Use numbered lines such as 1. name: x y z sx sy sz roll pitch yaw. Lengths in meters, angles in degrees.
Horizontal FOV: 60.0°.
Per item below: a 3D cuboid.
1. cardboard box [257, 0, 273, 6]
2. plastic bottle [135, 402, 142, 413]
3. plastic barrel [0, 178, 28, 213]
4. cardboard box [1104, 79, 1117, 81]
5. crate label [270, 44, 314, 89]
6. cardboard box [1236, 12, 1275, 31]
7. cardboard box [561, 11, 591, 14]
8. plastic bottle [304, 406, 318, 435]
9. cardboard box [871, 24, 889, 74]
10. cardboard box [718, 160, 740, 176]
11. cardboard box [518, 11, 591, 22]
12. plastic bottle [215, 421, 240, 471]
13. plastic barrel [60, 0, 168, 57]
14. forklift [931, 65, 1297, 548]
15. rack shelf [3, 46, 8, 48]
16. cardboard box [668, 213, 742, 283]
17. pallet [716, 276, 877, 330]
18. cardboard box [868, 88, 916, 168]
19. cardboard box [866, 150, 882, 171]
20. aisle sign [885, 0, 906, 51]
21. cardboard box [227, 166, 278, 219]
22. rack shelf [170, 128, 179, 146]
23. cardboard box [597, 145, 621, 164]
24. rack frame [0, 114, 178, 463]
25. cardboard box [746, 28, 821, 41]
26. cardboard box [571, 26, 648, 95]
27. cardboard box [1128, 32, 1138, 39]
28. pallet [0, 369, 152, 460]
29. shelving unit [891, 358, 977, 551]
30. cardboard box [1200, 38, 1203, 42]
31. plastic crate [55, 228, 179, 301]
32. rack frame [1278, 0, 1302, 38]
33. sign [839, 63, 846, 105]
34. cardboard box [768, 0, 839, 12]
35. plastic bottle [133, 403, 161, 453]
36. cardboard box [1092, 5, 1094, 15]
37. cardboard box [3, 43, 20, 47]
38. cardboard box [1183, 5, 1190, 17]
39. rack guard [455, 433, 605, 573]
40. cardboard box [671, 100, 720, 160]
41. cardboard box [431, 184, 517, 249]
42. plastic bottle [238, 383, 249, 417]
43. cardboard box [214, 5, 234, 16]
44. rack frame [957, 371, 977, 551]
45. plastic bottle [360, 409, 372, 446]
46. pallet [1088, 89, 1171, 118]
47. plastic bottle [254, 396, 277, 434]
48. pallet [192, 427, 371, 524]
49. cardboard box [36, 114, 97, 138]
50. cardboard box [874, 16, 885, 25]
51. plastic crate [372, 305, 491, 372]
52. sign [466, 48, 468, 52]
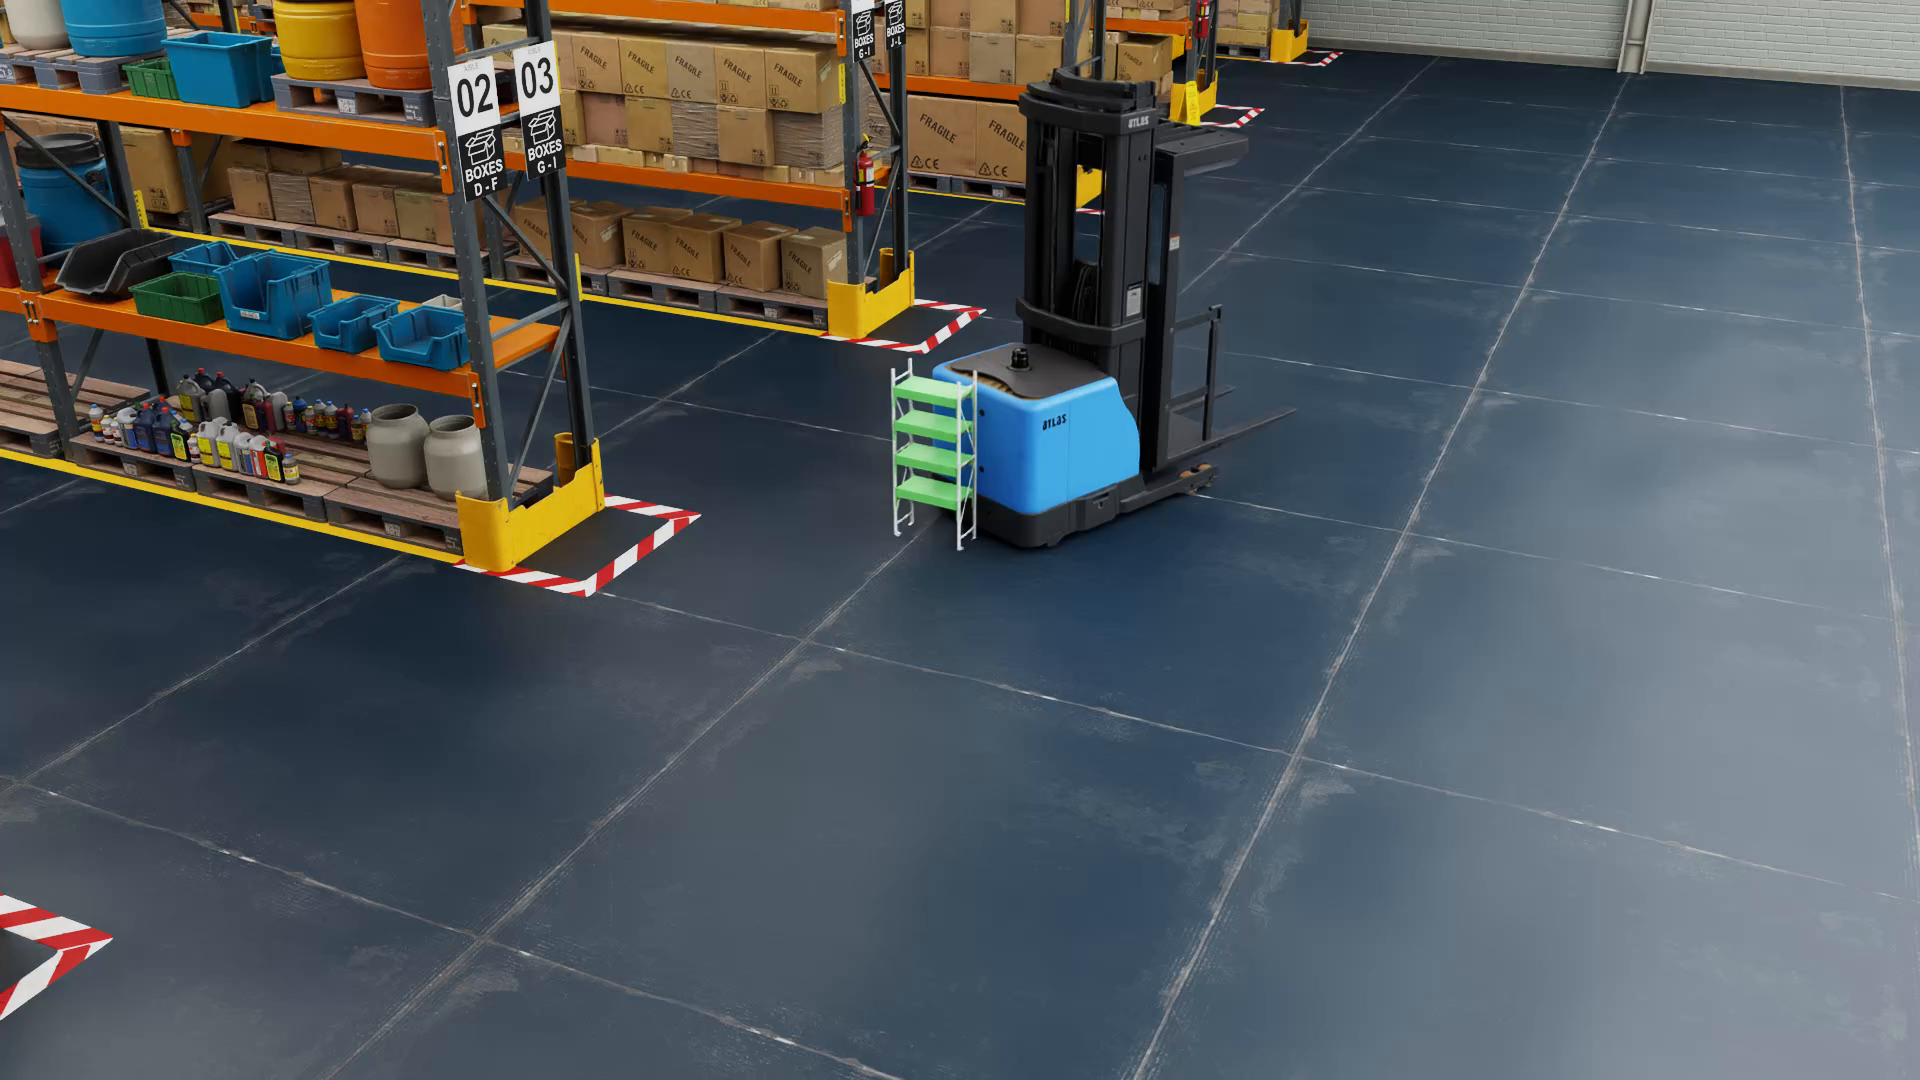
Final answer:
1. cardboard box: -9.352 -7.376 22.645 0.250 0.149 0.380 10 28 19
2. plastic bottle: -5.975 -0.866 12.191 0.133 0.283 0.061 11 28 22
3. plastic barrel: -7.213 -2.451 12.679 0.433 0.535 0.433 0 26 0
4. cardboard box: 2.045 -6.464 23.622 0.500 0.250 0.500 11 28 22
5. crate label: -4.359 -3.150 11.025 0.408 0.251 0.502 11 28 22
6. cardboard box: 4.840 -8.511 27.213 0.500 0.250 0.500 11 28 21
7. cardboard box: -4.659 -6.496 20.935 0.500 0.500 0.500 11 28 22
8. plastic bottle: -4.806 -0.894 12.339 0.097 0.201 0.097 0 26 0
9. cardboard box: -0.944 -5.862 19.590 0.550 0.550 0.875 11 28 22
10. cardboard box: -1.994 -3.429 15.103 0.250 0.149 0.380 11 28 22
11. cardboard box: -3.859 -4.774 15.969 0.500 0.500 0.500 11 28 22
12. plastic bottle: -5.142 -0.676 11.727 0.185 0.351 0.144 13 29 24
13. plastic barrel: -5.571 -3.661 10.852 0.708 0.901 0.600 11 28 22
14. forklift: 1.238 -1.795 11.578 3.031 2.935 1.130 -21 33 -36
15. rack shelf: -8.253 -3.516 12.414 4.000 0.370 1.077 11 28 22
16. cardboard box: -2.423 -2.793 15.881 0.500 0.500 0.500 14 30 27
17. pallet: -1.535 -2.313 15.709 1.213 0.211 1.003 11 28 22
18. cardboard box: -0.872 -5.023 19.987 0.875 0.875 0.875 12 28 22
19. cardboard box: -0.902 -3.423 15.090 0.250 0.149 0.380 11 28 22
20. aisle sign: -0.561 -4.663 14.382 0.004 0.787 0.394 11 28 22
21. cardboard box: -7.406 -3.812 17.928 0.500 0.500 0.700 10 28 19
22. rack shelf: -9.844 -4.893 18.607 4.000 0.370 1.077 11 28 22
23. cardboard box: -3.163 -3.627 15.506 0.250 0.149 0.380 11 28 22
24. rack frame: -6.433 -2.127 12.175 0.127 3.000 1.000 11 28 22
25. cardboard box: -1.581 -4.319 15.044 0.500 0.500 0.500 11 28 22
26. cardboard box: -3.167 -4.379 15.166 0.500 0.500 0.500 11 28 22
27. cardboard box: 2.241 -7.020 23.901 0.500 0.500 0.500 10 28 20
28. pallet: -7.164 -1.004 13.051 1.213 0.211 1.003 11 28 22
29. shelving unit: -0.169 -0.562 11.033 0.503 1.200 0.258 14 29 26
30. cardboard box: 3.953 -8.472 27.700 0.500 0.250 0.500 12 29 22
31. plastic crate: -6.009 -1.953 11.890 0.504 0.338 0.767 11 28 22
32. rack frame: 5.412 -9.369 26.883 0.127 3.000 1.000 11 28 22
33. sign: -0.989 -3.829 13.963 0.005 0.325 0.100 11 28 22
34. cardboard box: -1.285 -4.652 14.077 0.500 0.250 0.500 12 29 23
35. plastic bottle: -5.870 -0.822 12.024 0.185 0.351 0.144 12 29 23
36. cardboard box: 2.009 -7.437 23.244 0.250 0.149 0.380 12 29 23
37. cardboard box: -10.436 -5.259 18.422 0.500 0.500 0.500 11 28 21
38. cardboard box: 3.137 -7.405 23.178 0.250 0.149 0.380 11 28 22
39. rack guard: -2.880 -0.269 11.231 0.348 0.500 1.175 11 28 22
40. cardboard box: -2.173 -3.829 15.182 0.500 0.500 0.875 11 28 22
41. cardboard box: -4.933 -3.316 16.920 0.500 0.500 0.700 9 28 18
42. plastic bottle: -5.387 -1.056 12.576 0.133 0.283 0.061 13 29 25
43. cardboard box: -10.156 -7.406 23.181 0.250 0.149 0.380 11 28 20
44. rack frame: 0.045 -0.510 10.928 0.015 1.200 0.240 14 29 26
45. plastic bottle: -4.313 -0.826 12.123 0.097 0.271 0.097 0 26 0
46. pallet: 2.567 -6.298 23.802 1.213 0.211 1.003 11 28 22
47. plastic bottle: -5.156 -0.936 12.332 0.133 0.283 0.061 11 28 22
48. pallet: -4.724 -0.514 12.055 1.213 0.211 1.003 11 28 22
49. cardboard box: -9.452 -4.386 18.692 0.875 0.875 1.225 11 28 22
50. cardboard box: -0.932 -6.357 19.374 0.550 0.550 0.875 11 28 22
51. plastic crate: -3.371 -1.300 10.664 0.616 0.251 0.499 11 28 22
52. sign: -4.609 -4.414 15.509 0.005 0.325 0.100 11 28 22
